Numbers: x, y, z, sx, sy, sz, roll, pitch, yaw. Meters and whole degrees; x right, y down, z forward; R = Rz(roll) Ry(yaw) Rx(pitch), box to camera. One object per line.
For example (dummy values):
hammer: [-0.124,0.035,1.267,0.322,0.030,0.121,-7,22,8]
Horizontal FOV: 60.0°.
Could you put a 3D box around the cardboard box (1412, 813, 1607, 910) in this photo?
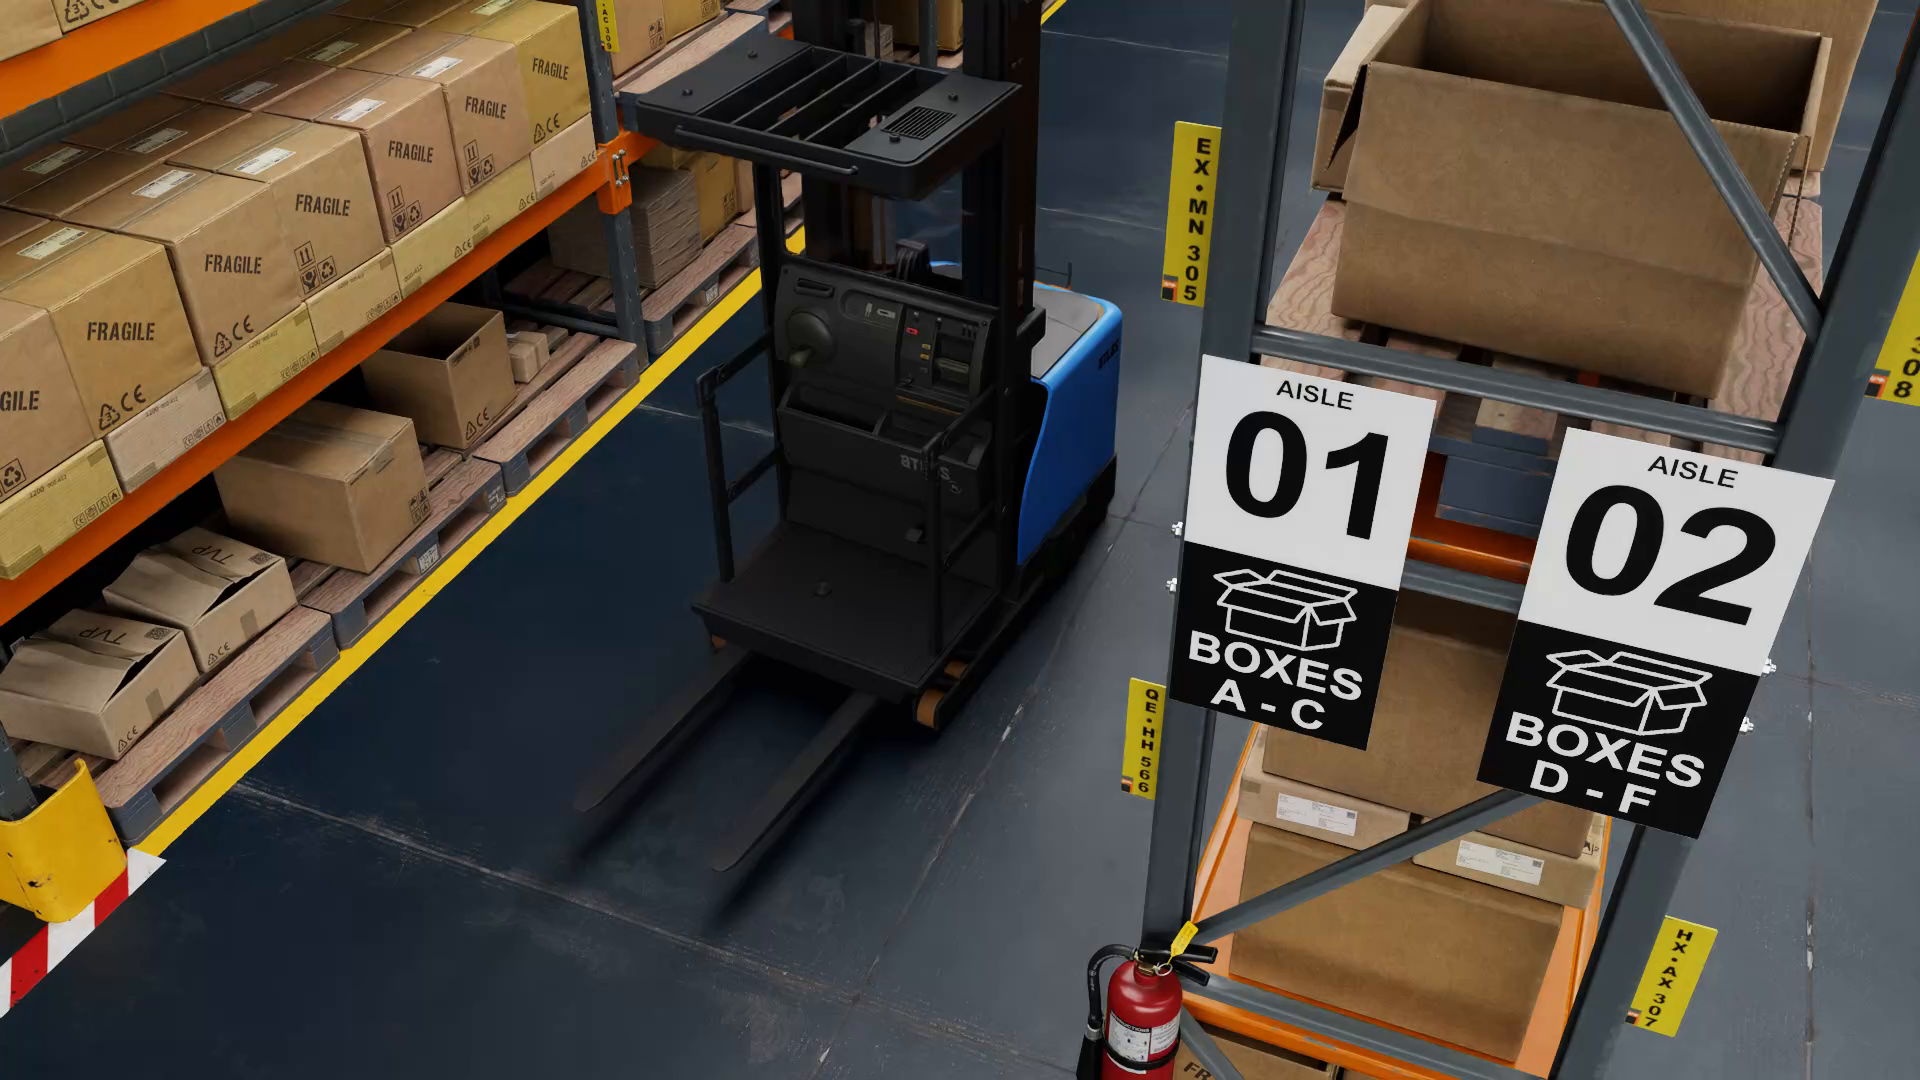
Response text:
cardboard box: [1.242,0.648,3.753,0.380,0.149,0.250,14,39,17]

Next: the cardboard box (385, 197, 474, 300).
cardboard box: [-2.441,-1.286,7.074,0.500,0.250,0.500,14,39,17]

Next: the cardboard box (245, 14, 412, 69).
cardboard box: [-2.739,-1.975,7.370,0.500,0.500,0.500,14,39,17]

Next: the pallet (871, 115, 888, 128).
pallet: [-0.943,-2.891,11.441,1.003,0.211,1.213,14,39,18]

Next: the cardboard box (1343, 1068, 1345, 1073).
cardboard box: [1.490,1.525,5.150,0.500,0.250,0.500,14,39,18]

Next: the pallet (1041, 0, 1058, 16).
pallet: [0.191,-4.415,13.481,1.003,0.211,1.213,14,39,18]

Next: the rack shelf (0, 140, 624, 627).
rack shelf: [-2.928,-0.830,6.956,1.077,0.370,4.000,14,39,18]

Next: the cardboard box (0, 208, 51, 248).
cardboard box: [-3.505,-0.845,5.857,0.500,0.500,0.500,14,39,18]

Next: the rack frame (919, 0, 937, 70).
rack frame: [-0.645,-4.440,11.185,1.000,3.000,0.127,14,39,18]

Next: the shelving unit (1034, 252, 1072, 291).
shelving unit: [0.373,-0.836,7.991,0.215,1.050,0.252,18,40,22]

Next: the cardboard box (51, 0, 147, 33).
cardboard box: [-2.899,-1.966,5.269,0.500,0.500,0.500,16,40,20]

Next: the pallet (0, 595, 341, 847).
pallet: [-3.318,0.623,6.741,1.003,0.211,1.213,14,39,18]

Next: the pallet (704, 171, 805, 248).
pallet: [-1.409,-2.218,10.540,1.003,0.211,1.213,14,39,18]

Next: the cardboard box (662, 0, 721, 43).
cardboard box: [-1.722,-3.023,8.838,0.700,0.500,0.500,18,40,22]

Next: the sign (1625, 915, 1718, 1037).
sign: [1.405,0.867,3.295,0.100,0.325,0.005,14,39,18]

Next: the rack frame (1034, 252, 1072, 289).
rack frame: [0.431,-0.900,8.077,0.200,1.050,0.008,18,40,22]

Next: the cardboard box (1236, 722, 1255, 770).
cardboard box: [1.190,0.827,5.458,0.500,0.500,0.500,14,39,18]

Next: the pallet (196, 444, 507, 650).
pallet: [-2.852,-0.051,7.641,1.003,0.211,1.213,14,39,18]

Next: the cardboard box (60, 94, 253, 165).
cardboard box: [-3.121,-1.411,6.614,0.500,0.500,0.500,14,39,18]

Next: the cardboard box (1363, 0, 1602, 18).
cardboard box: [1.300,-1.280,4.058,0.500,0.311,0.500,19,41,23]

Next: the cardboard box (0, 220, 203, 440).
cardboard box: [-3.032,-0.726,5.698,0.500,0.500,0.500,14,39,18]

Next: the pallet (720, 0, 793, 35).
pallet: [-1.360,-3.258,9.763,1.003,0.211,1.213,14,39,18]

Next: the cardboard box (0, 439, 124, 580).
cardboard box: [-3.209,-0.156,5.562,0.500,0.250,0.500,13,39,16]

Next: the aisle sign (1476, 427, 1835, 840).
aisle sign: [1.152,0.181,2.831,0.394,0.787,0.004,14,39,18]

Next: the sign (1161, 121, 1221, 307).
sign: [0.397,-0.540,2.788,0.100,0.325,0.005,14,39,18]

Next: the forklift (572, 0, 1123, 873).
forklift: [-0.408,-0.722,6.268,1.130,2.935,3.031,18,40,22]

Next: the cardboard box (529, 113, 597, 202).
cardboard box: [-2.067,-1.842,7.817,0.500,0.250,0.500,14,39,18]

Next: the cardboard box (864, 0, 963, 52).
cardboard box: [-0.244,-4.124,12.207,0.750,0.750,0.750,13,39,17]

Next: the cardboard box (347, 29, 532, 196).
cardboard box: [-2.245,-1.864,7.220,0.500,0.500,0.500,14,39,17]

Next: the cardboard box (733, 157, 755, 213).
cardboard box: [-1.520,-2.382,10.152,0.700,0.500,0.500,14,39,18]

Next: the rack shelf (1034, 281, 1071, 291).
rack shelf: [0.373,-1.054,7.827,0.215,0.259,0.240,18,40,22]

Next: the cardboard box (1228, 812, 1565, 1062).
cardboard box: [1.083,0.820,4.064,0.700,0.500,0.500,14,39,18]

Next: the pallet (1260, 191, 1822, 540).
pallet: [1.187,-0.436,3.396,1.003,0.211,1.213,14,39,18]

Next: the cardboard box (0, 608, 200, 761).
cardboard box: [-3.342,0.528,6.417,0.500,0.311,0.500,10,38,13]

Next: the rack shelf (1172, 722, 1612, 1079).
rack shelf: [1.655,0.297,5.449,1.077,0.370,4.000,14,39,18]

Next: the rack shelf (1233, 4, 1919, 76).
rack shelf: [1.655,-1.946,3.772,1.077,0.370,4.000,14,39,18]

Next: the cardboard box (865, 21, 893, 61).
cardboard box: [-0.870,-3.204,11.252,0.700,0.500,0.500,14,39,18]

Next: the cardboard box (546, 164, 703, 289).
cardboard box: [-1.902,-1.812,9.389,0.700,0.500,0.500,15,39,19]

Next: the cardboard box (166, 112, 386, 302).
cardboard box: [-2.644,-1.299,6.465,0.500,0.500,0.500,15,39,19]

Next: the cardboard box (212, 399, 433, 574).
cardboard box: [-2.800,-0.259,7.311,0.700,0.500,0.500,11,38,15]

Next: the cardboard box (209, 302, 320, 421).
cardboard box: [-2.826,-0.728,6.327,0.500,0.250,0.500,13,39,17]

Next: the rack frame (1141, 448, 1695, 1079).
rack frame: [0.894,1.116,3.752,1.000,3.000,0.127,14,39,18]

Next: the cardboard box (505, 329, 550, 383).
cardboard box: [-2.342,-0.964,8.533,0.380,0.166,0.250,9,38,12]

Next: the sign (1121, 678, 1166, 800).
sign: [0.397,0.426,3.510,0.100,0.325,0.005,14,39,18]

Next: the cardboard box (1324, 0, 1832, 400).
cardboard box: [1.116,-0.669,3.080,0.797,0.503,0.637,17,40,21]
